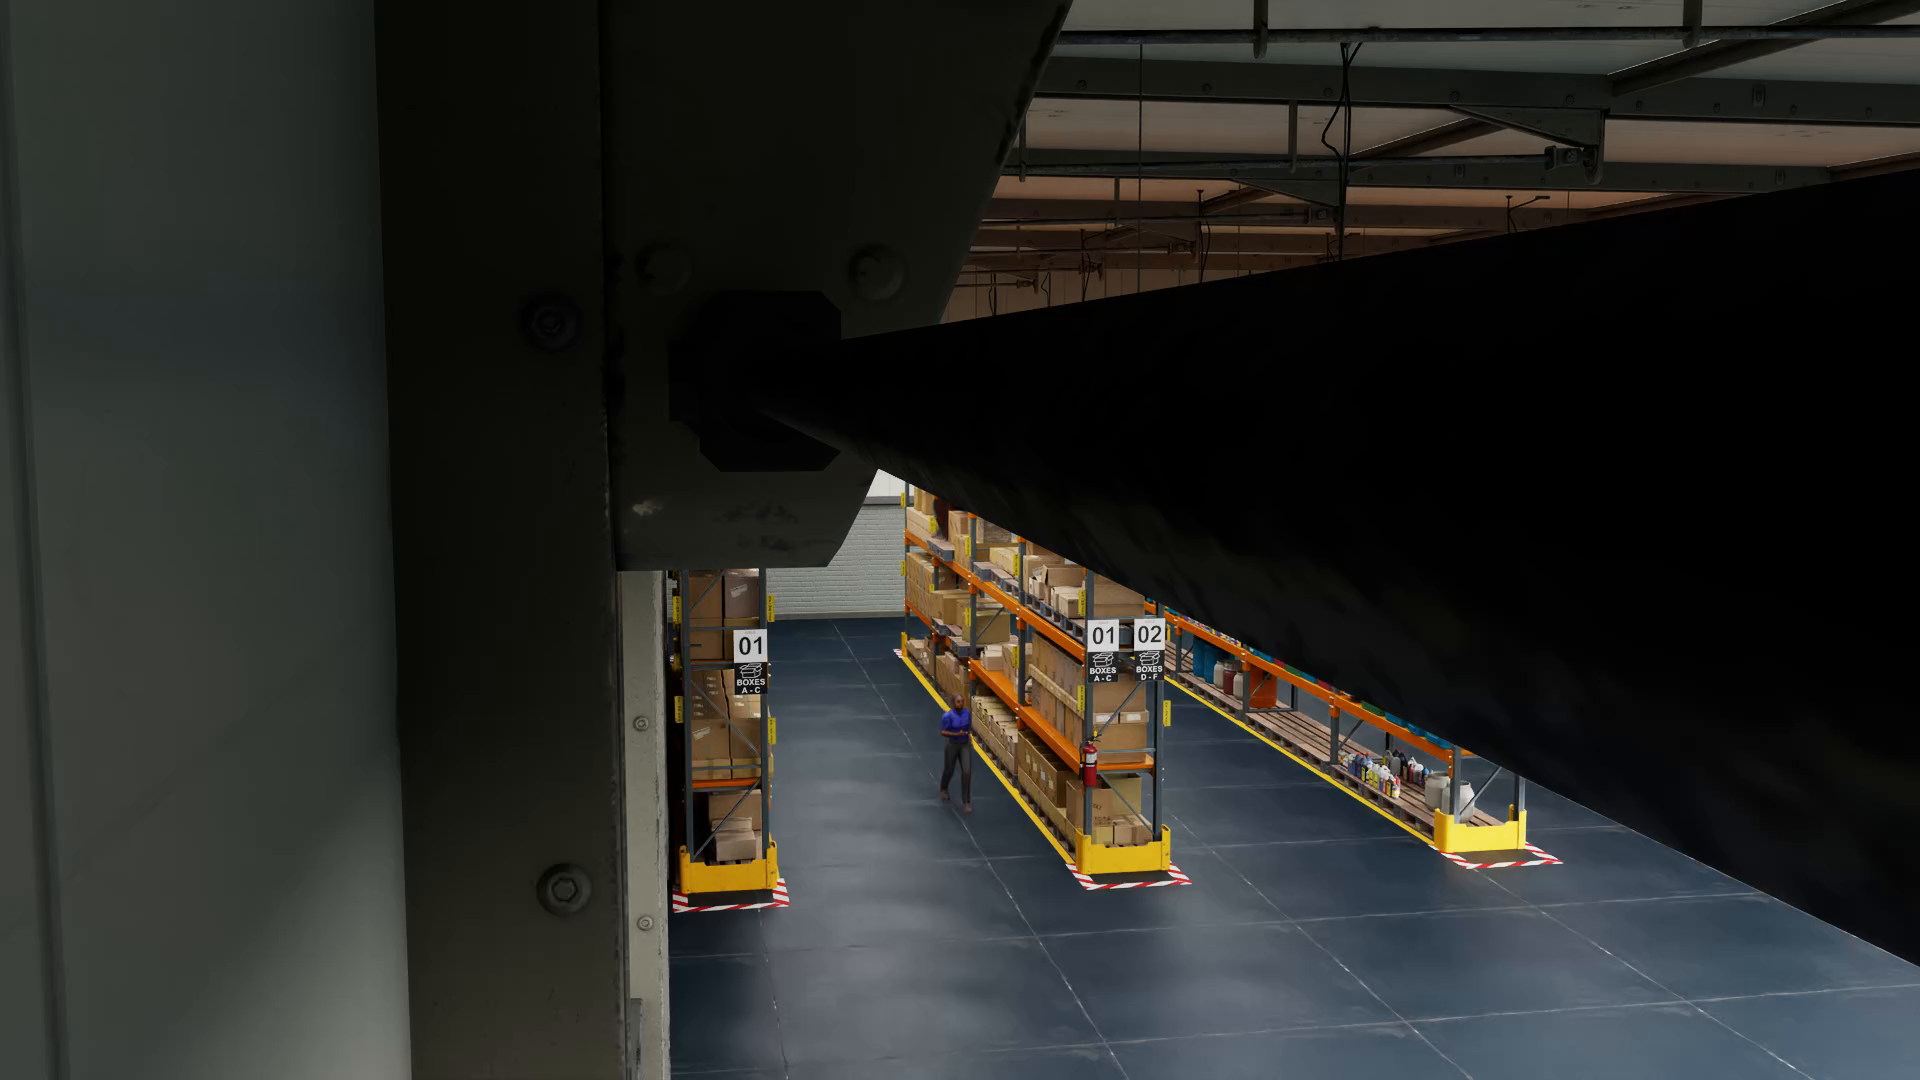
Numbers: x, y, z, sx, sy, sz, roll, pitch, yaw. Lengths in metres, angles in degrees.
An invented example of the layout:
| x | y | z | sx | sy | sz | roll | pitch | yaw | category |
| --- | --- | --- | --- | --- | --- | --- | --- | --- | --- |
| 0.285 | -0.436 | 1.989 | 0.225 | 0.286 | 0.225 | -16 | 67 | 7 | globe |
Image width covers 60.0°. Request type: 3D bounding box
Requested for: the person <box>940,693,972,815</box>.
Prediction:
| x | y | z | sx | sy | sz | roll | pitch | yaw | category |
| --- | --- | --- | --- | --- | --- | --- | --- | --- | --- |
| -0.051 | 3.013 | 23.881 | 0.558 | 1.681 | 0.901 | -2 | 6 | -21 | person |
